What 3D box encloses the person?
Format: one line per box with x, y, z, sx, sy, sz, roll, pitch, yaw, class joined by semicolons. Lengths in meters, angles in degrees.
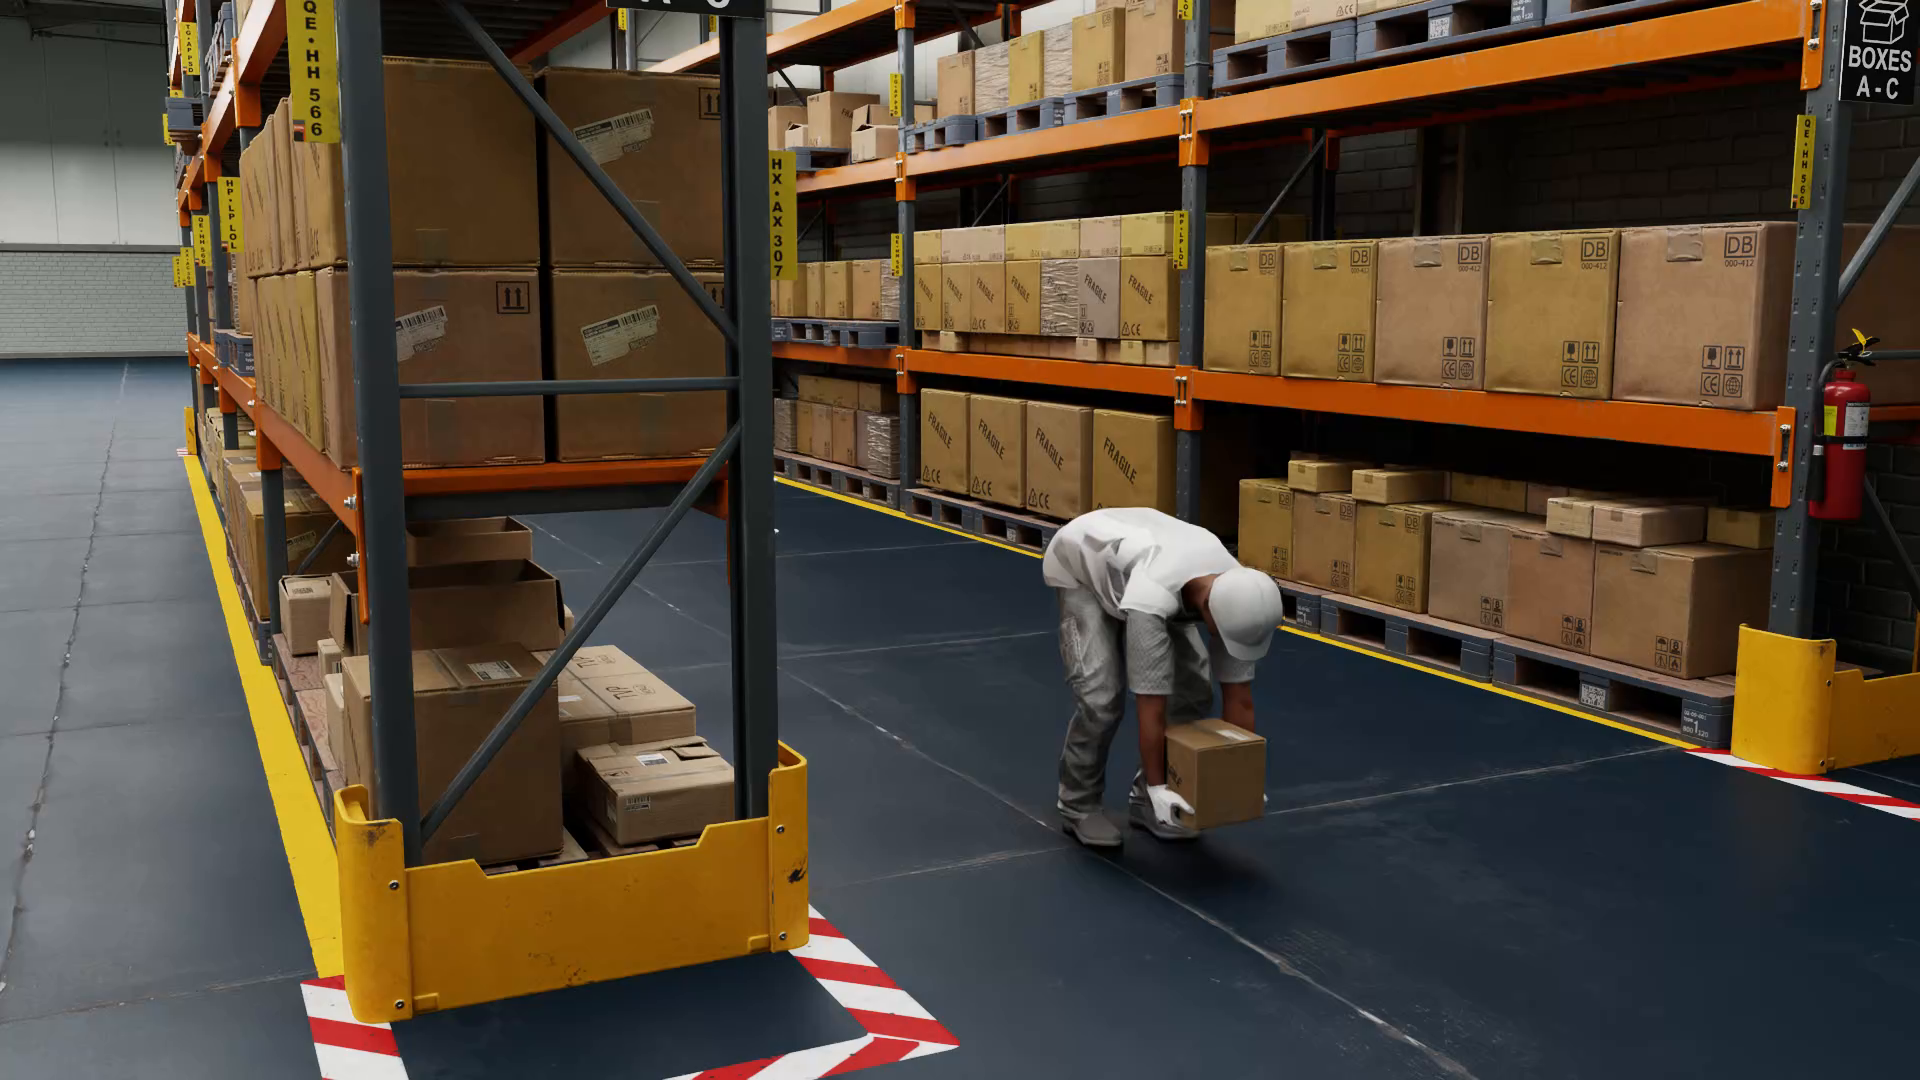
0.640;0.450;5.169;0.513;1.063;0.990;-5;10;-28;person
